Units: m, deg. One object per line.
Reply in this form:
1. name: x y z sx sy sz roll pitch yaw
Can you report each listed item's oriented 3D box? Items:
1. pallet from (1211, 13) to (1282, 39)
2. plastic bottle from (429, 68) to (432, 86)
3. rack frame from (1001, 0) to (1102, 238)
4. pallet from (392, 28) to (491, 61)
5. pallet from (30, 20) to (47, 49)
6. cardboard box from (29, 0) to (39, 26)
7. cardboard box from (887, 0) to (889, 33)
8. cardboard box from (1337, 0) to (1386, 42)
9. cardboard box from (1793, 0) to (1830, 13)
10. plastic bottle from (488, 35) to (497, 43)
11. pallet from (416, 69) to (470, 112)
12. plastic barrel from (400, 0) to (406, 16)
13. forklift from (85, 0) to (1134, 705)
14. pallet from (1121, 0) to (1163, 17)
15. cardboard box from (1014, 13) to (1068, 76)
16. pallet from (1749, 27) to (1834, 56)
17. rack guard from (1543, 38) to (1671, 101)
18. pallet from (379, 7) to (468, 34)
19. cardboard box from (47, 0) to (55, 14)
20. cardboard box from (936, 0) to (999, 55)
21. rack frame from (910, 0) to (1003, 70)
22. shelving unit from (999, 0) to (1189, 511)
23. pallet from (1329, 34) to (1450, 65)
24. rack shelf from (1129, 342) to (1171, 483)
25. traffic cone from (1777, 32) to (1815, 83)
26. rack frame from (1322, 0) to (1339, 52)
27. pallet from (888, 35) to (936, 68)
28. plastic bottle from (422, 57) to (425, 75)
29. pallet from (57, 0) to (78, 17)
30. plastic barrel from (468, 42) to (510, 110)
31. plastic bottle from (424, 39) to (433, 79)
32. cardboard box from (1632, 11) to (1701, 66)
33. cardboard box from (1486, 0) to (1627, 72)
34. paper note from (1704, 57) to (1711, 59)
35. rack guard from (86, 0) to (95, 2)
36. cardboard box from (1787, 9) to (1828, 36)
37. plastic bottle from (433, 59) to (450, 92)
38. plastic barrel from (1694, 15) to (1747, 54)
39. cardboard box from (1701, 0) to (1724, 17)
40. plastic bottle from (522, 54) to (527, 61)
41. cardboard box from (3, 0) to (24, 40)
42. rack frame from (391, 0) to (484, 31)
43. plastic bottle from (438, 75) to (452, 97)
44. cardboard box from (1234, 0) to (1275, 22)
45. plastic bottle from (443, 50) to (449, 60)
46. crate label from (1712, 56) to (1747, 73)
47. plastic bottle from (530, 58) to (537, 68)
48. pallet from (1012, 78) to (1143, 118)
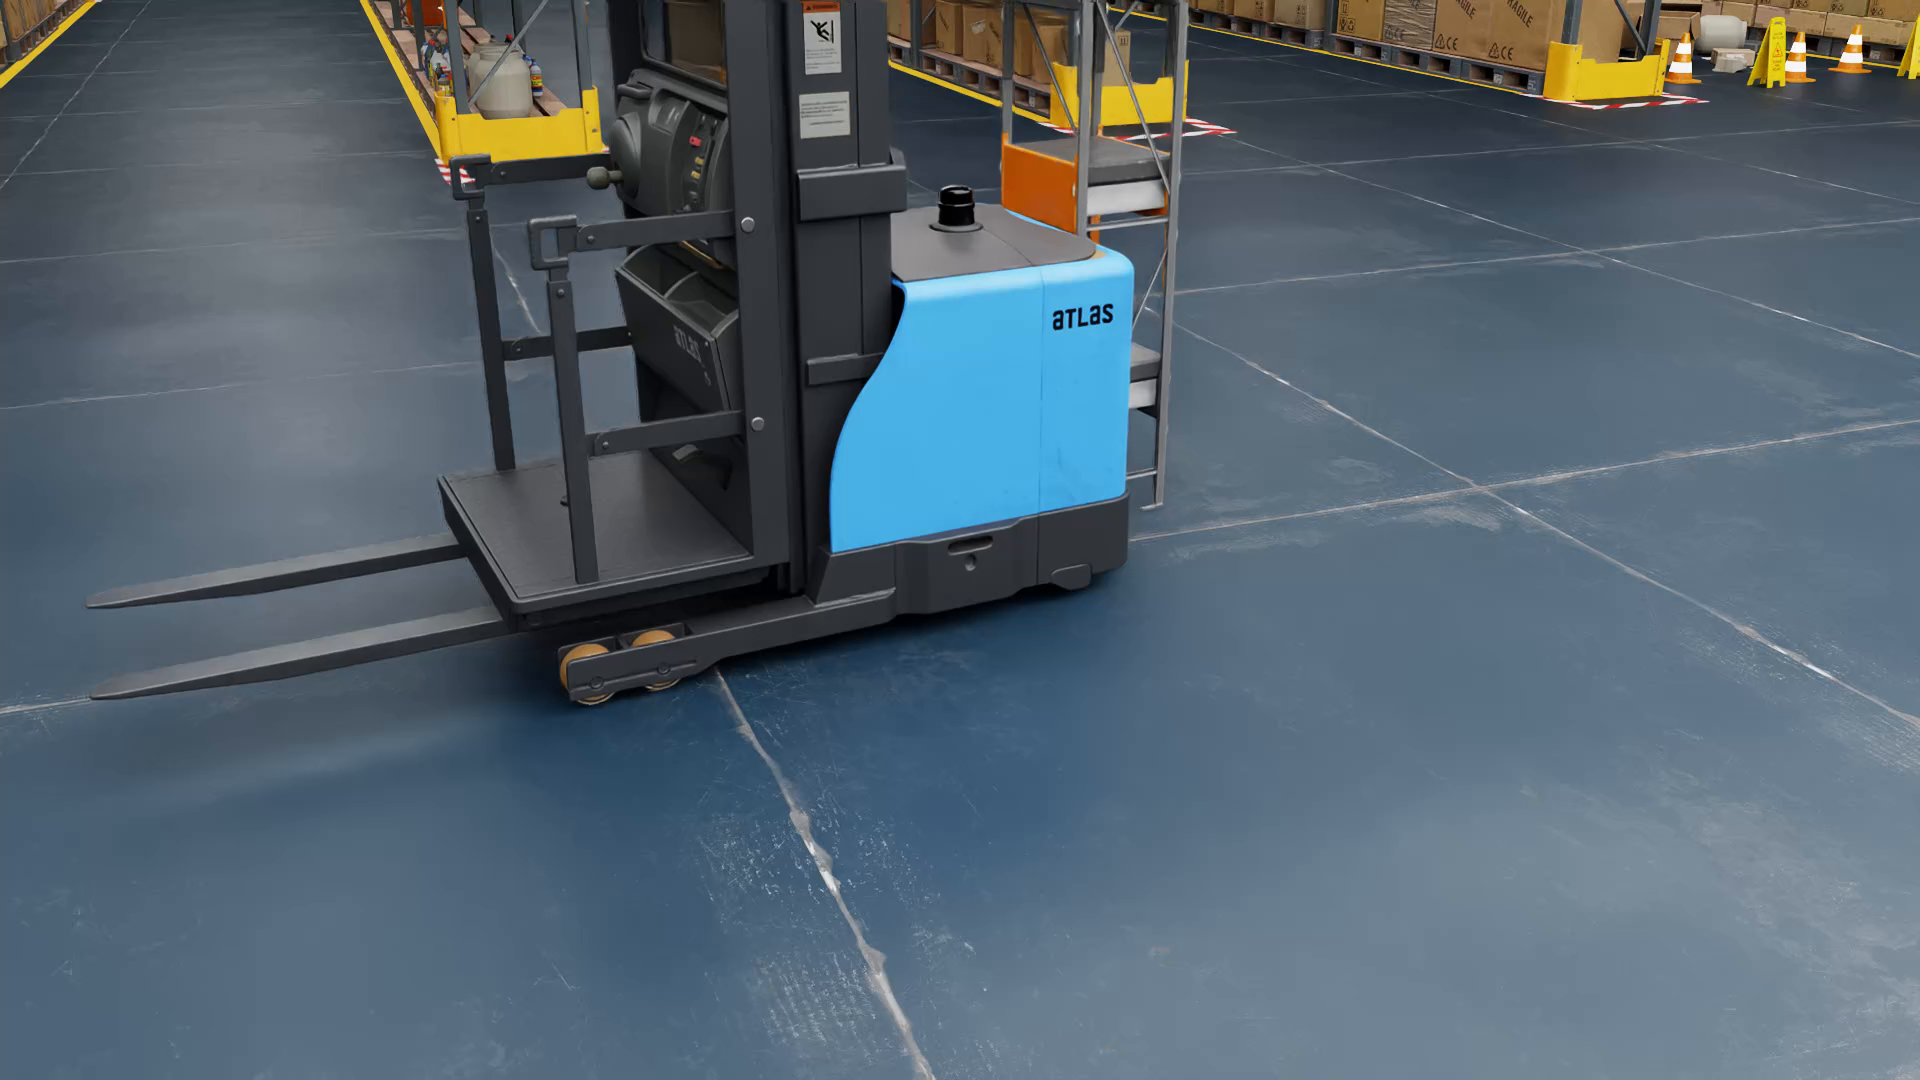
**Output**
1. pallet: 3.868 -6.469 20.827 1.003 0.211 1.213 -8 24 -19
2. plastic bottle: -4.622 -4.105 14.664 0.097 0.201 0.097 0 23 0
3. rack frame: 0.323 -1.218 5.936 0.400 2.100 0.015 -12 26 -26
4. pallet: -5.839 -5.598 18.761 1.003 0.211 1.213 -8 24 -19
5. pallet: -11.367 -5.926 19.538 1.003 0.211 1.213 -8 24 -19
6. cardboard box: -11.157 -6.309 19.507 0.500 0.500 0.500 -9 25 -21
7. cardboard box: -0.576 -6.052 18.899 0.700 0.500 0.500 -11 25 -24
8. cardboard box: 4.803 -6.016 18.357 0.875 0.875 0.875 -8 24 -18
9. cardboard box: 9.768 -6.203 18.640 0.500 0.500 0.500 -9 24 -20
10. plastic bottle: -4.301 -4.484 15.372 0.144 0.351 0.185 -8 24 -19
11. pallet: -4.465 -4.182 15.400 1.003 0.211 1.213 -8 24 -19
12. plastic barrel: -6.664 -6.838 20.676 0.600 0.588 0.708 -8 24 -19
13. forklift: -1.008 -1.123 4.642 3.031 2.935 1.130 -11 25 -25
14. pallet: 2.958 -7.493 23.255 1.003 0.211 1.213 -8 24 -19
15. cardboard box: 0.732 -4.656 15.613 0.500 0.500 0.500 -6 24 -14
16. pallet: 9.946 -5.788 19.210 1.003 0.211 1.213 -8 24 -19
17. rack guard: 6.068 -4.426 15.607 1.175 0.500 0.348 -8 24 -19
18. pallet: -6.821 -6.608 21.157 1.003 0.211 1.213 -8 24 -19
19. cardboard box: -11.683 -6.856 20.806 0.500 0.500 0.500 -8 24 -19
20. cardboard box: 0.074 -5.287 17.110 0.500 0.500 0.500 -9 25 -21
21. rack frame: -0.030 -6.396 17.064 1.000 3.000 0.127 -8 24 -19
22. shelving unit: 0.440 -1.135 5.739 0.431 2.100 0.503 -12 26 -26
23. pallet: 4.841 -5.468 18.452 1.003 0.211 1.213 -8 24 -19
24. rack shelf: 0.440 -0.477 6.016 0.431 0.518 0.480 -12 26 -26
25. traffic cone: 8.377 -4.837 16.630 0.336 0.463 0.334 -8 24 -19
26. rack frame: 4.646 -7.040 18.591 1.000 3.000 0.127 -8 24 -19
27. pallet: -0.306 -5.394 18.276 1.003 0.211 1.213 -8 24 -19
28. plastic bottle: -4.925 -4.417 15.404 0.097 0.201 0.097 0 23 0
29. pallet: -12.801 -7.354 22.926 1.003 0.211 1.213 -8 24 -19
30. plastic barrel: -3.732 -3.721 13.379 0.421 0.512 0.421 0 23 0
31. plastic bottle: -4.767 -4.348 15.049 0.144 0.351 0.185 -8 24 -18
32. cardboard box: 7.665 -5.443 18.016 0.637 0.503 0.797 12 26 27
33. cardboard box: 5.758 -5.038 16.037 0.875 0.875 0.875 -8 24 -19
34. paper note: 8.298 -5.329 18.368 0.148 0.019 0.142 0 23 -1
35. rack guard: -13.511 -8.219 24.607 1.175 0.500 0.348 -8 24 -19
36. cardboard box: 9.751 -5.864 18.801 0.500 0.250 0.500 -9 25 -21
37. plastic bottle: -4.422 -3.964 14.233 0.152 0.276 0.135 -9 24 -20
38. plastic barrel: 8.508 -5.658 18.629 0.512 0.421 0.421 8 24 18
39. cardboard box: 9.197 -6.431 20.145 0.500 0.250 0.500 -10 25 -21
40. plastic bottle: -3.827 -4.145 14.668 0.097 0.271 0.097 0 23 0
41. cardboard box: -10.605 -5.747 18.176 0.500 0.500 0.500 -7 24 -17
42. rack frame: -6.077 -7.170 18.899 1.000 3.000 0.127 -8 24 -19
43. plastic bottle: -4.309 -3.784 13.901 0.097 0.201 0.097 0 23 0
44. cardboard box: 4.005 -6.761 20.285 1.050 0.750 0.750 -8 24 -19
45. plastic bottle: -4.602 -4.276 14.979 0.097 0.271 0.097 0 23 0
46. crate label: 8.041 -4.964 17.351 0.298 0.136 0.250 18 29 36
47. plastic bottle: -3.662 -4.001 14.311 0.061 0.283 0.133 -8 24 -18
48. pallet: 1.102 -3.985 14.934 1.003 0.211 1.213 -8 24 -19
